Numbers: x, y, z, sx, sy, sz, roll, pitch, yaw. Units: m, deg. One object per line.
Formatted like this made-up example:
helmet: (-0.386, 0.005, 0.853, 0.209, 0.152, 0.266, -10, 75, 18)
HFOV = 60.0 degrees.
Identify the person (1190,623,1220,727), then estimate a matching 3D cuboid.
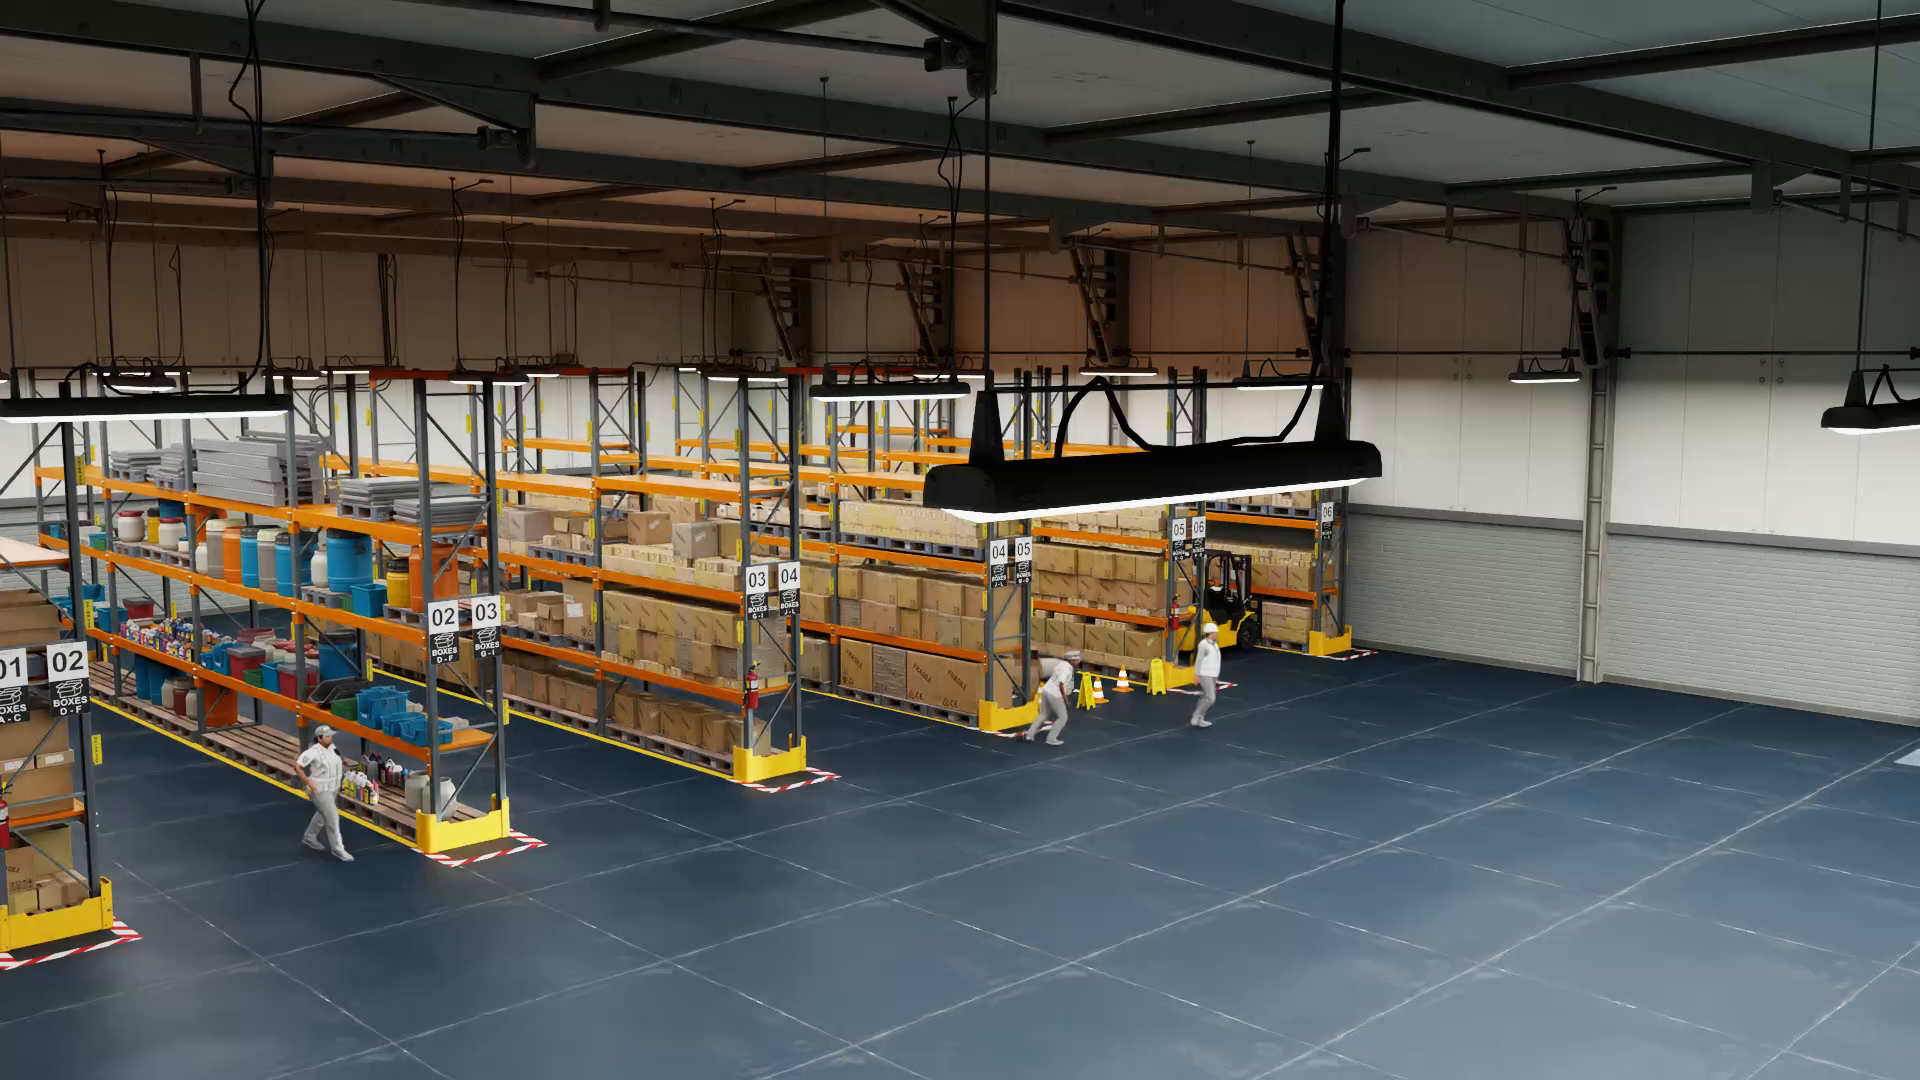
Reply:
person: (4.155, 2.283, 28.037, 0.451, 1.760, 0.623, 4, 8, 31)

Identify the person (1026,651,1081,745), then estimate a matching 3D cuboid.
person: (1.502, 2.551, 26.936, 0.826, 1.528, 0.637, -3, 7, -22)

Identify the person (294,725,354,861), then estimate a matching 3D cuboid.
person: (-7.965, 3.155, 20.800, 0.781, 1.709, 0.634, 1, 7, 13)
